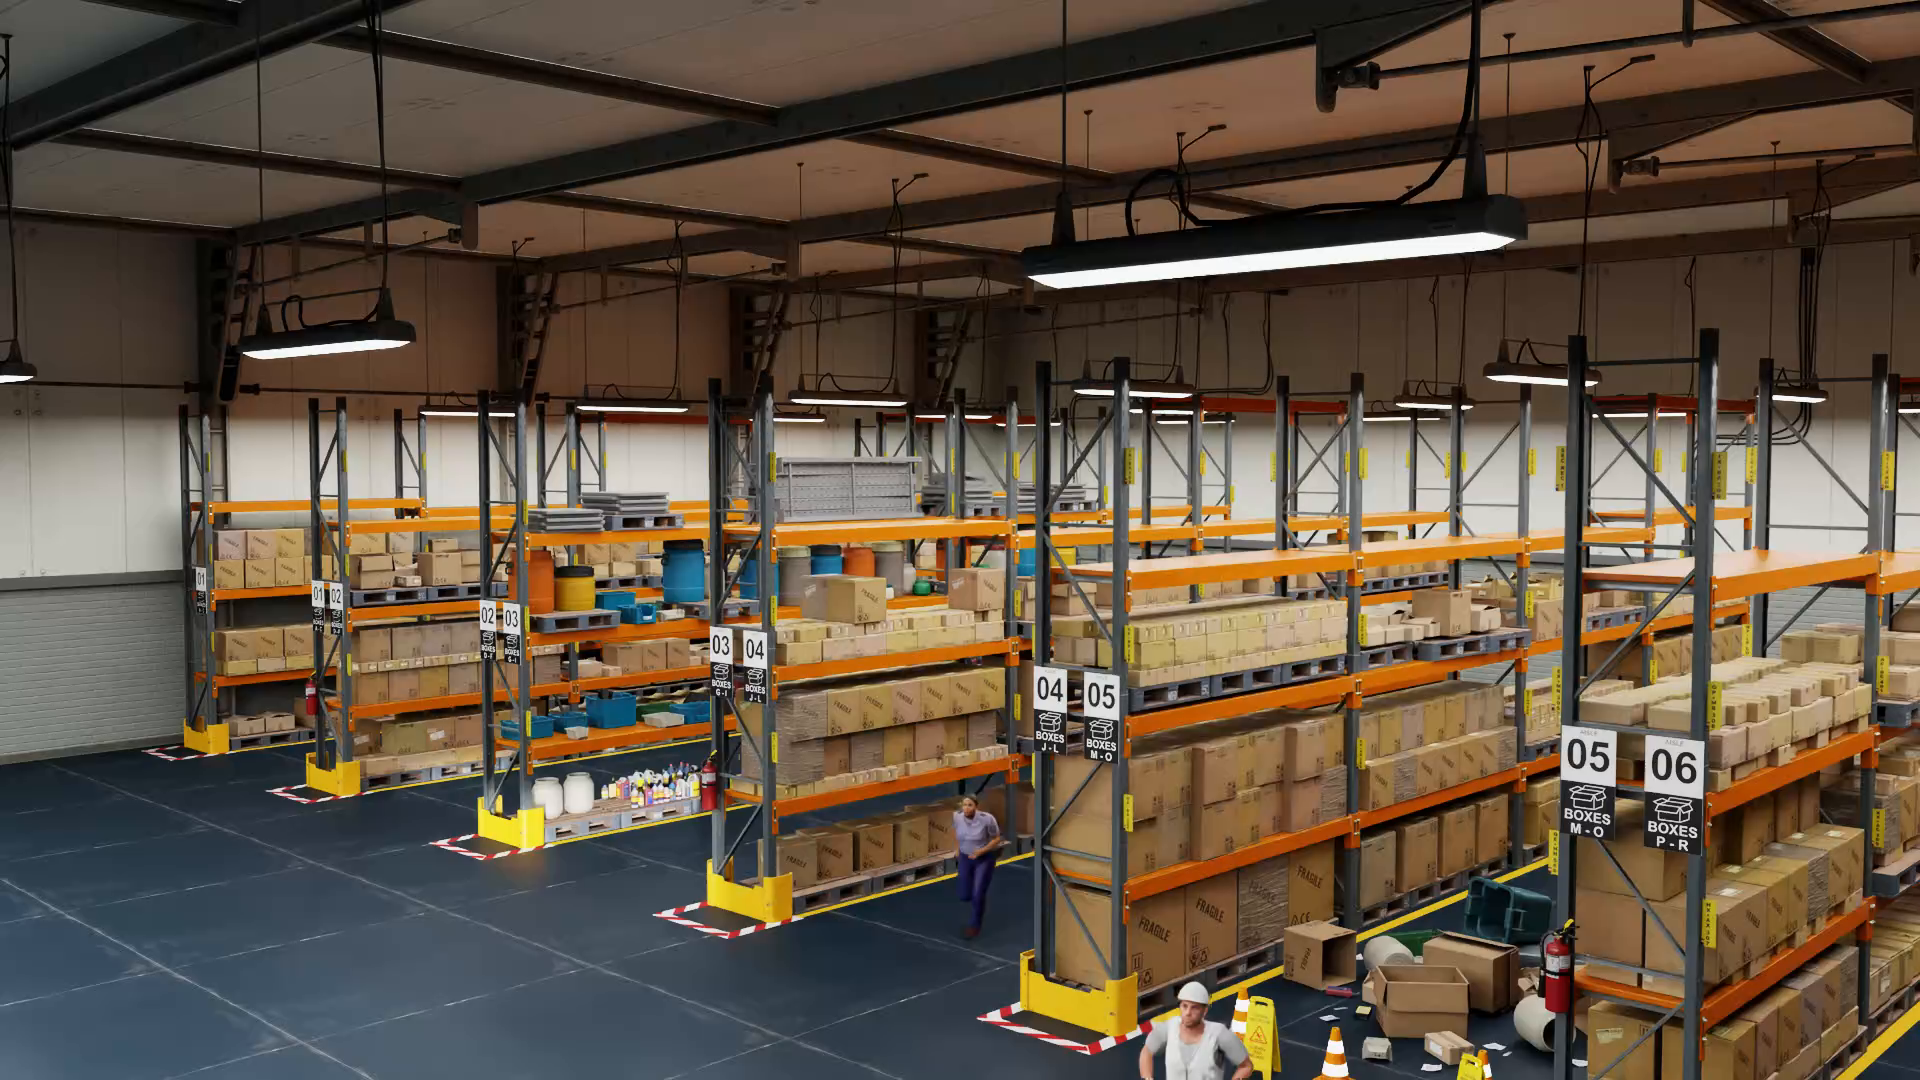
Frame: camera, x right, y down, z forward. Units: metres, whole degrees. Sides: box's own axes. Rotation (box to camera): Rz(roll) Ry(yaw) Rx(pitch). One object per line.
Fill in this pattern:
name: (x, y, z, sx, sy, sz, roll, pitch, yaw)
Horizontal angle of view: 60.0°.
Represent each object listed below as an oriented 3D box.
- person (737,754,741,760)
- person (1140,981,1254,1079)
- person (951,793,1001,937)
person: (-3.361, 2.780, 28.185, 0.722, 1.785, 0.995, 3, 4, 41)
person: (1.461, 3.732, 10.842, 0.885, 1.778, 0.732, 1, 3, 21)
person: (0.171, 3.459, 17.829, 0.597, 1.585, 0.699, 1, 3, 16)
